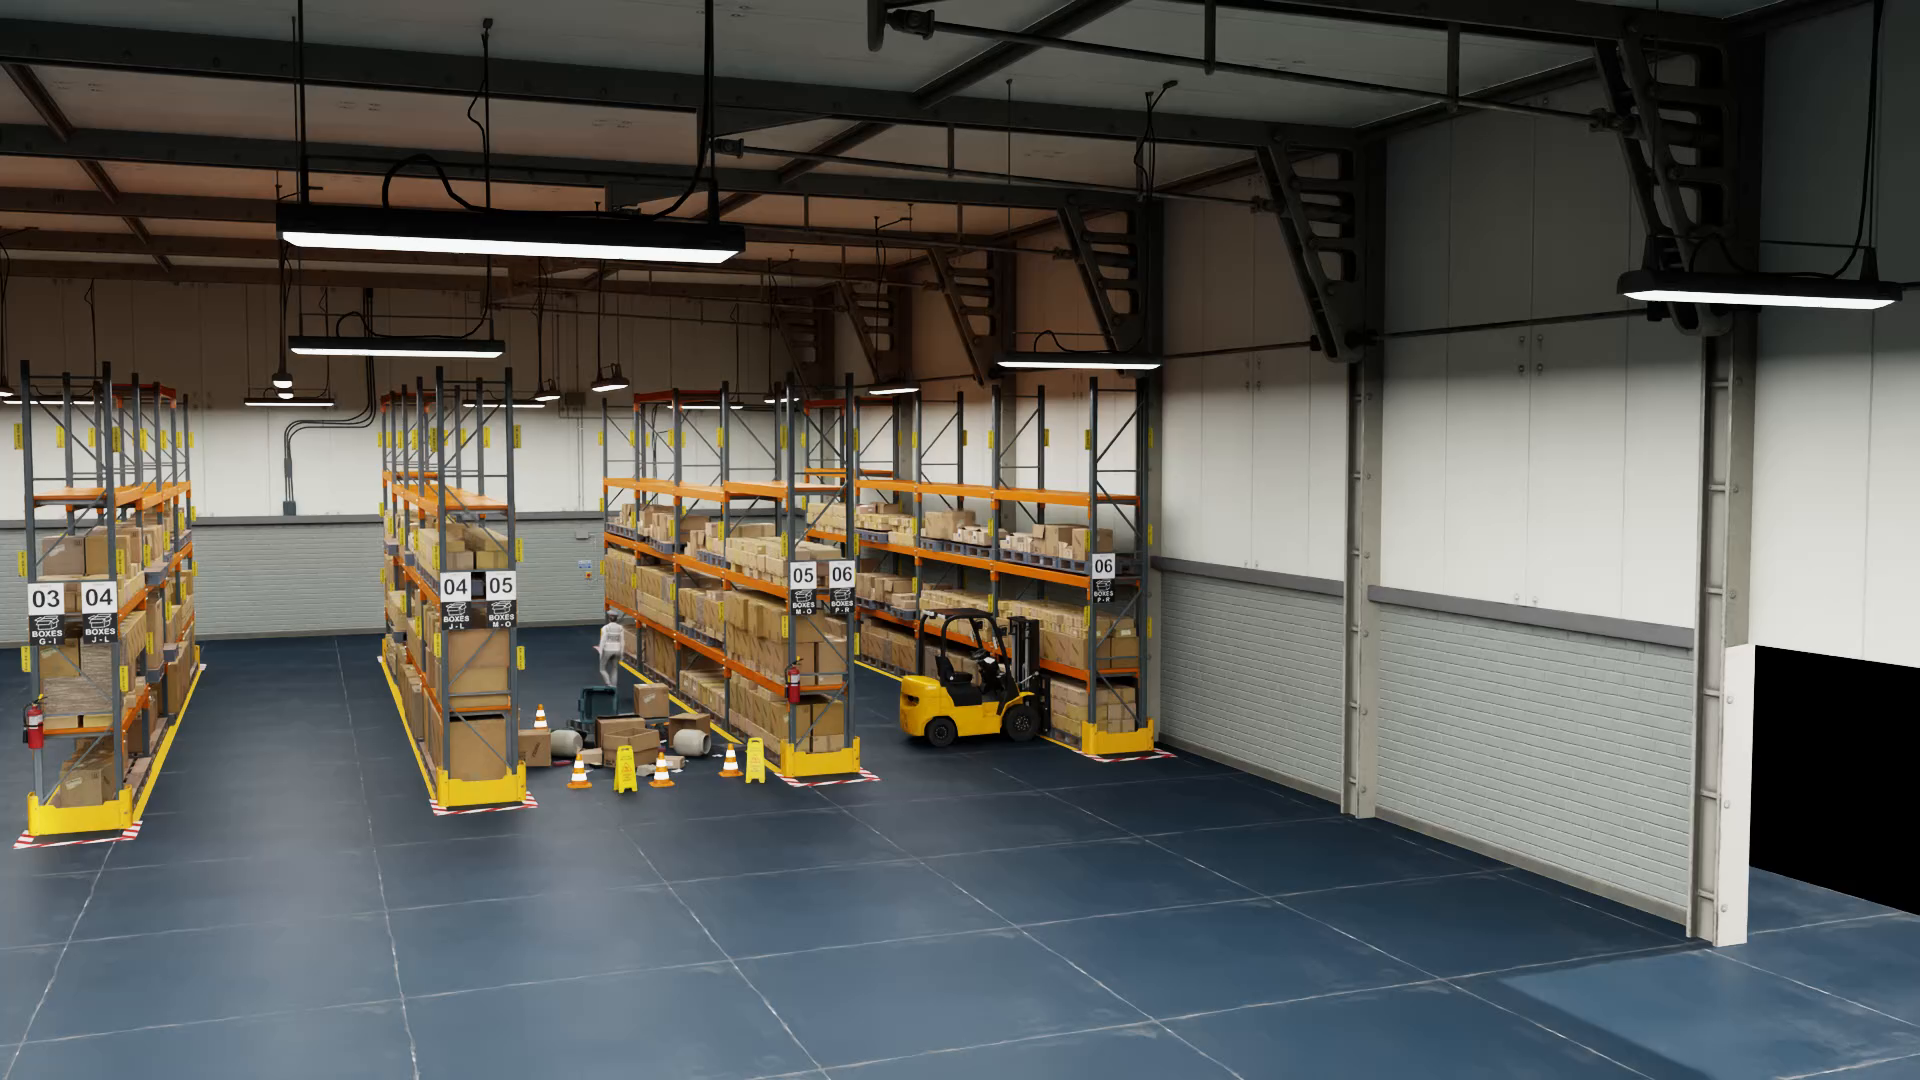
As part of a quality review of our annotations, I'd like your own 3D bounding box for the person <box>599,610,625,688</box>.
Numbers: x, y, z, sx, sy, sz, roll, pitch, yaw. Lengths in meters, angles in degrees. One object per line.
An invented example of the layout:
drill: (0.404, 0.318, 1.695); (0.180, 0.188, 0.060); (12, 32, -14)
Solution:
person: (-6.756, 2.215, 32.338); (0.515, 1.672, 0.437); (-2, 4, -30)
